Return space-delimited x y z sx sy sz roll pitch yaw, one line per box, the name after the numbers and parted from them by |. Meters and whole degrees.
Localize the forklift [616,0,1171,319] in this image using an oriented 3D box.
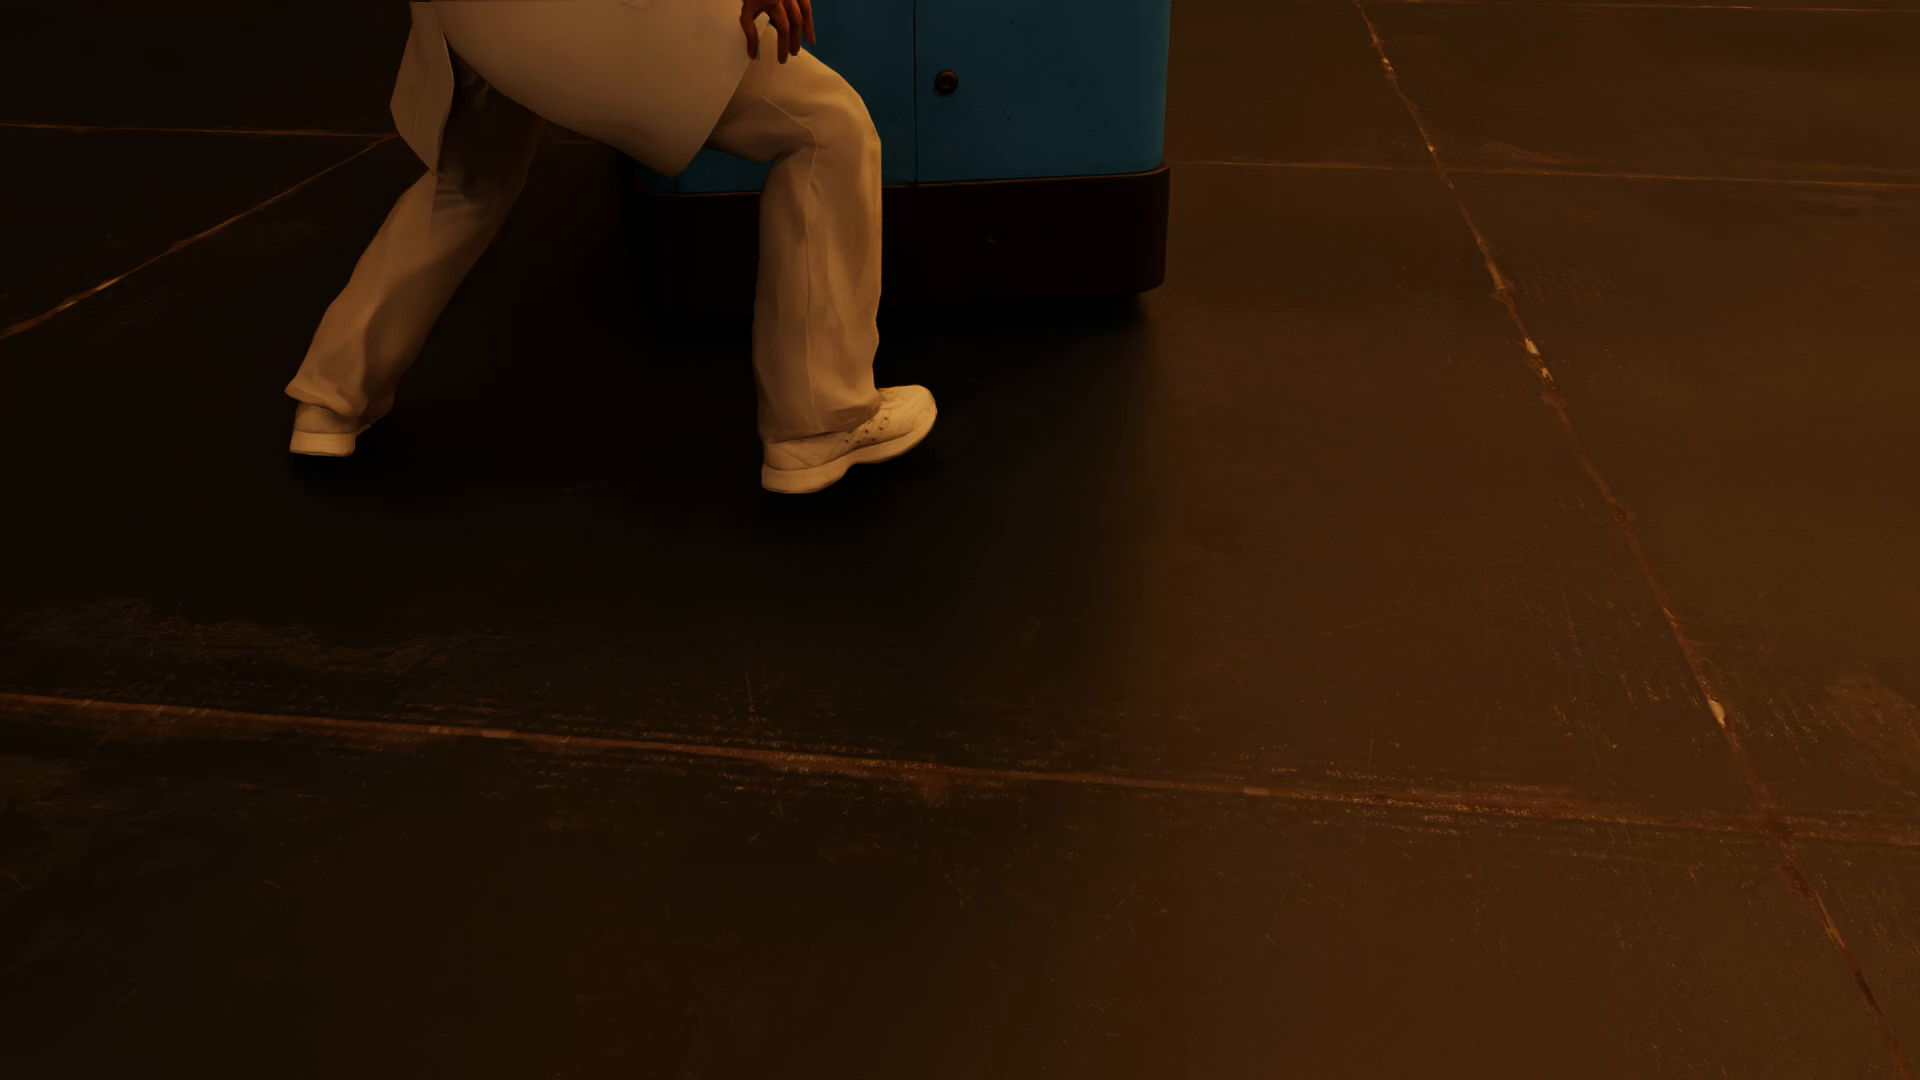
-0.352 -2.369 3.966 1.130 2.935 3.031 -5 27 -9 | forklift

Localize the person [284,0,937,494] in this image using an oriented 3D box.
-0.626 -0.864 2.486 0.879 1.640 1.011 -19 32 -34 | person
